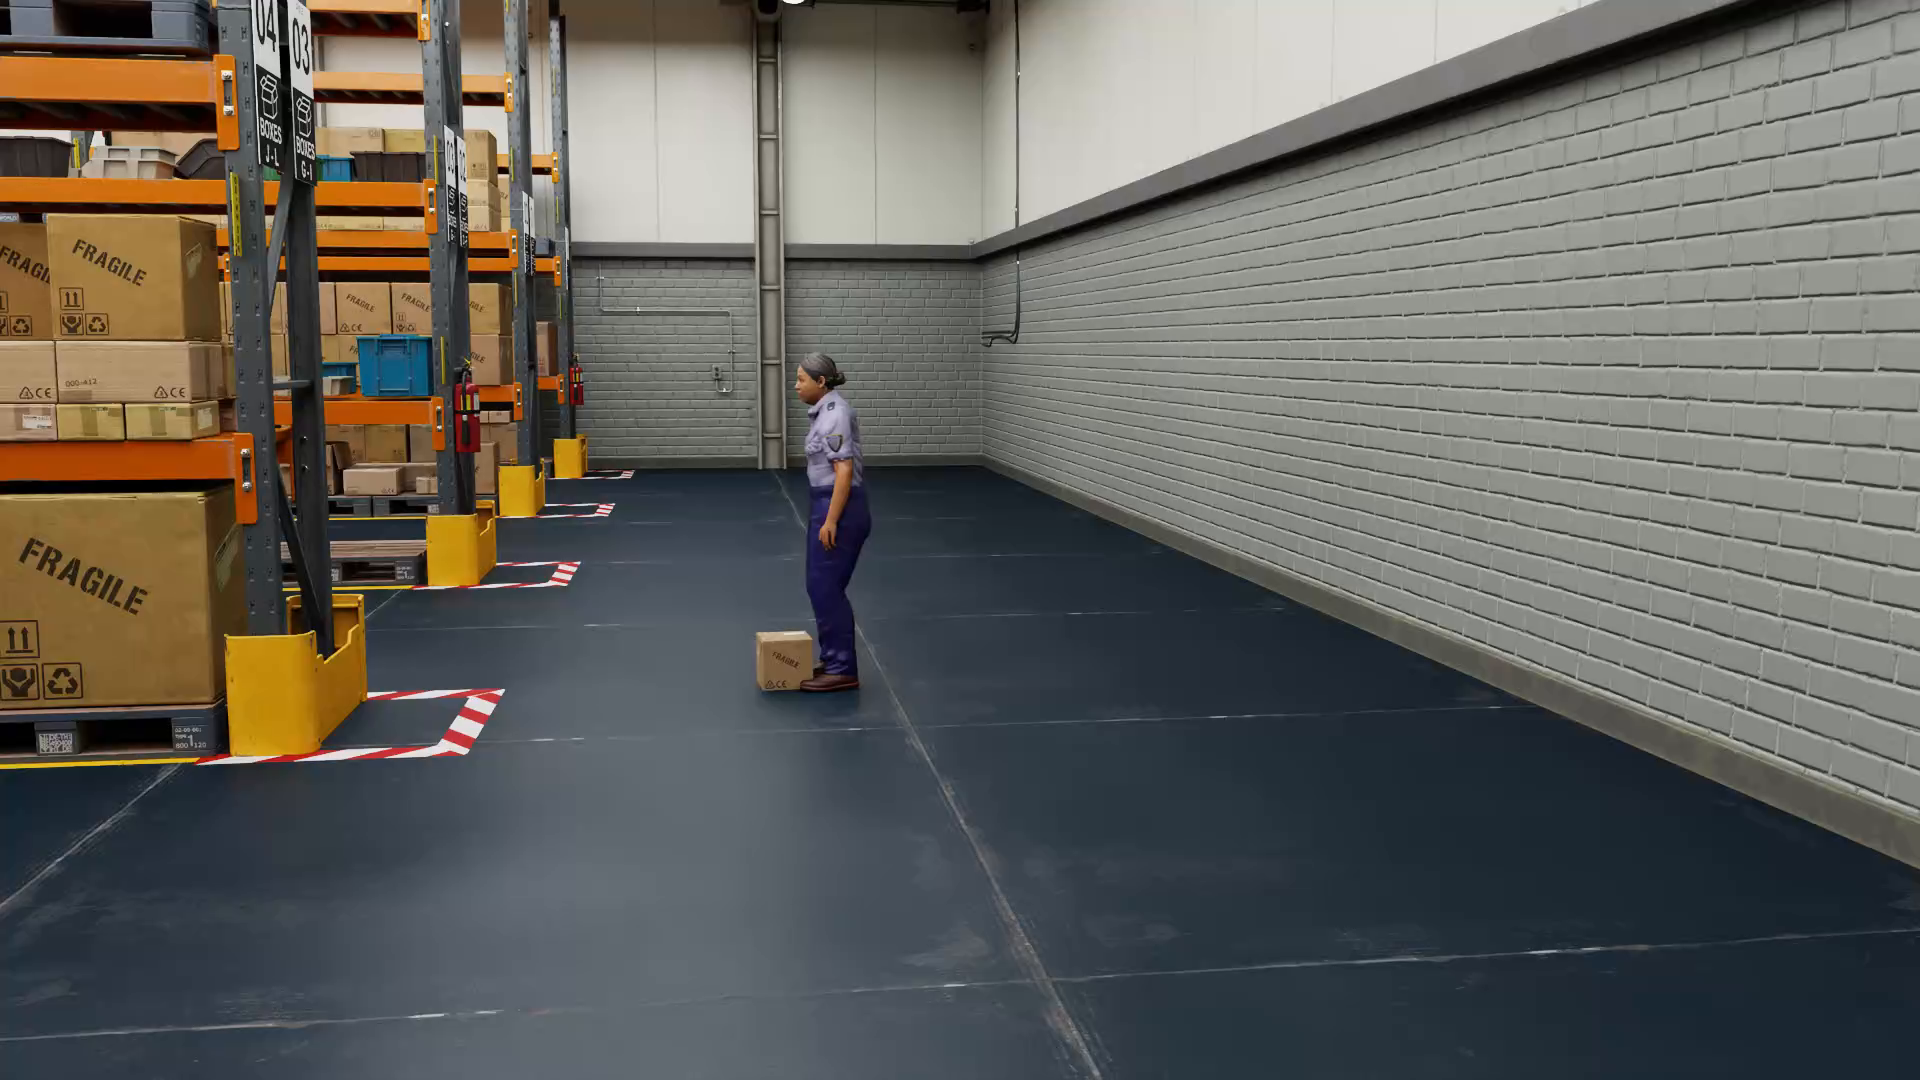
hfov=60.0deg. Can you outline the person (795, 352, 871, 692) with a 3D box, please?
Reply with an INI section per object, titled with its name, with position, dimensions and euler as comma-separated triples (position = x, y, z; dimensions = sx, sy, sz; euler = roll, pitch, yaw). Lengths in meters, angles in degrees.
[person]
position = -0.635, -0.099, 8.238
dimensions = 0.373, 1.651, 0.537
euler = -1, 7, -9
